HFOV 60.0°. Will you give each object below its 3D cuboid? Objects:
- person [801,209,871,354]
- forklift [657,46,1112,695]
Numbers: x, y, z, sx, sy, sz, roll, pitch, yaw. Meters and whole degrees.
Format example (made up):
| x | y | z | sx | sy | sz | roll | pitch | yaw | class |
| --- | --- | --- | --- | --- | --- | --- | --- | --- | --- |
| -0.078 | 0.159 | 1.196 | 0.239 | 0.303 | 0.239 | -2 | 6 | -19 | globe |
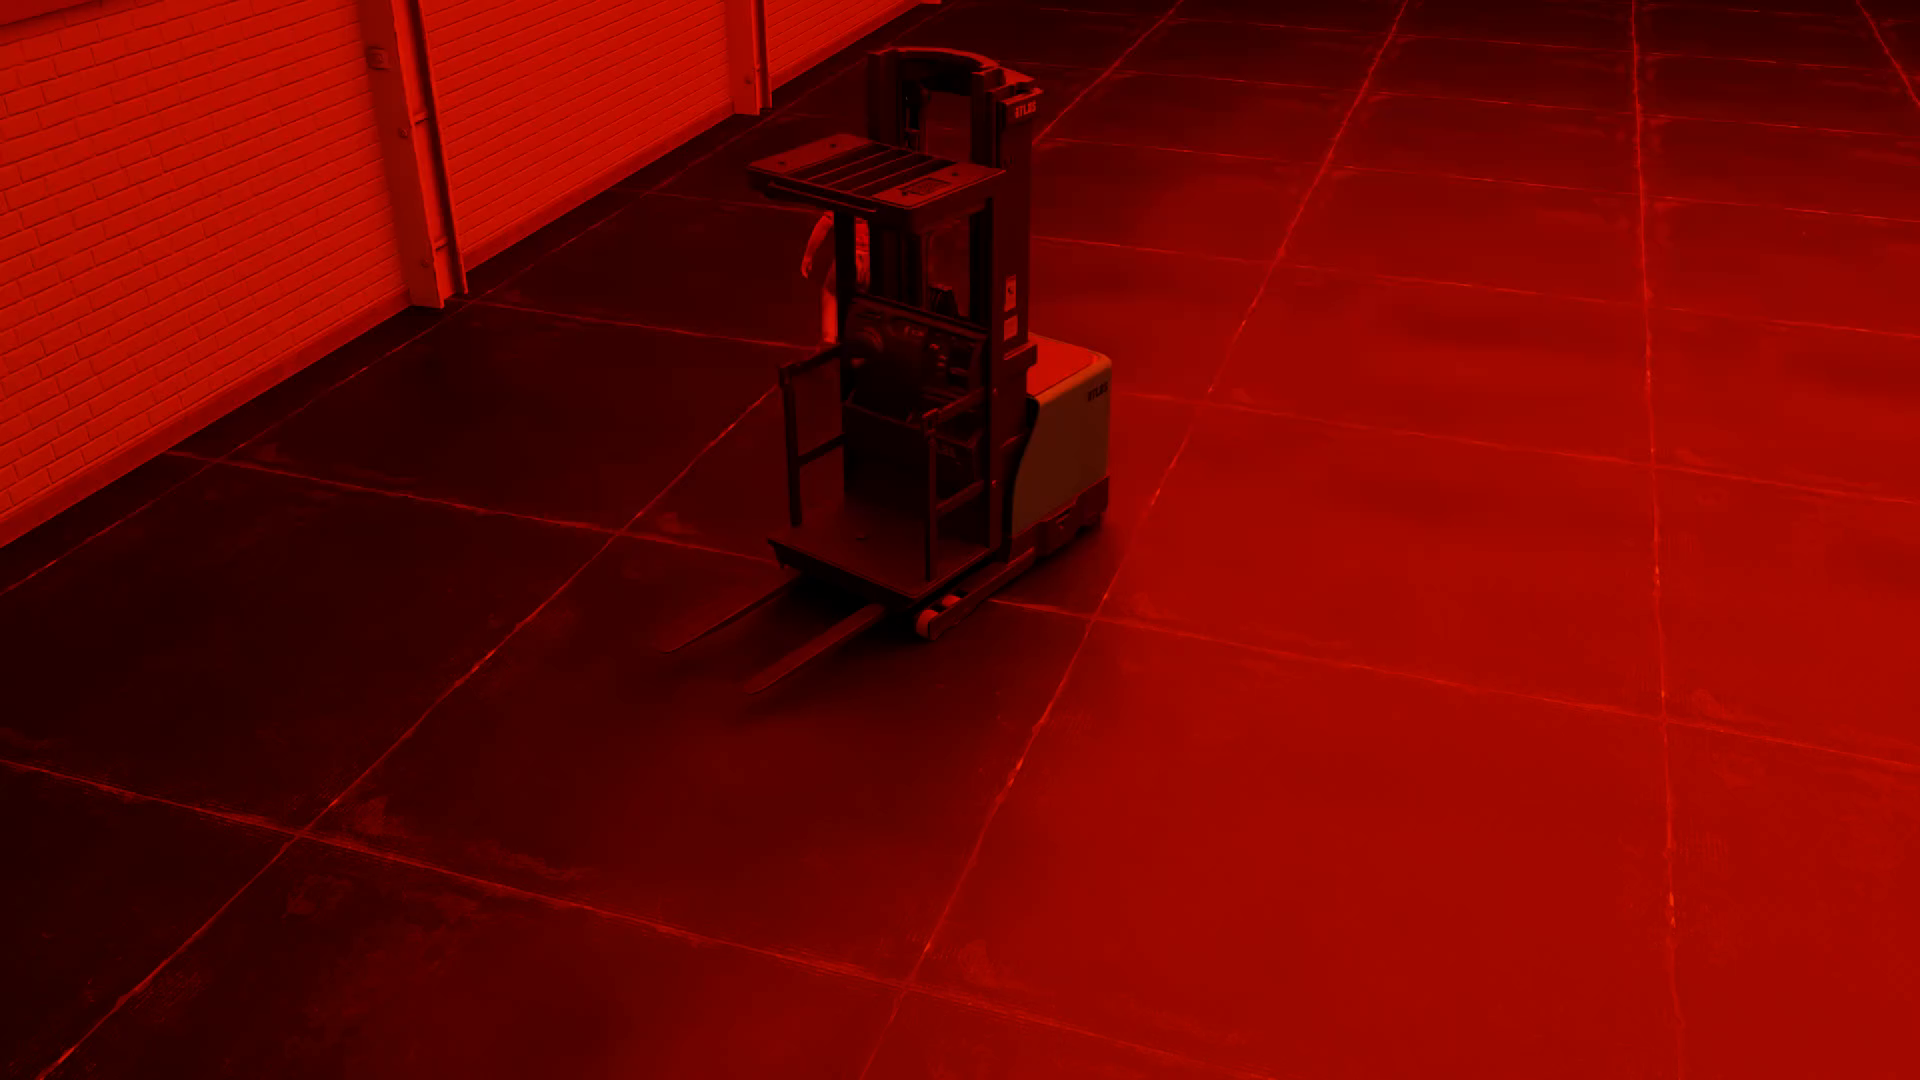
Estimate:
| x | y | z | sx | sy | sz | roll | pitch | yaw | class |
| --- | --- | --- | --- | --- | --- | --- | --- | --- | --- |
| -0.716 | -2.024 | 12.043 | 0.857 | 1.625 | 0.562 | -2 | 30 | -4 | person |
| -0.384 | -1.001 | 8.892 | 1.130 | 2.935 | 3.031 | 21 | 36 | 32 | forklift |
